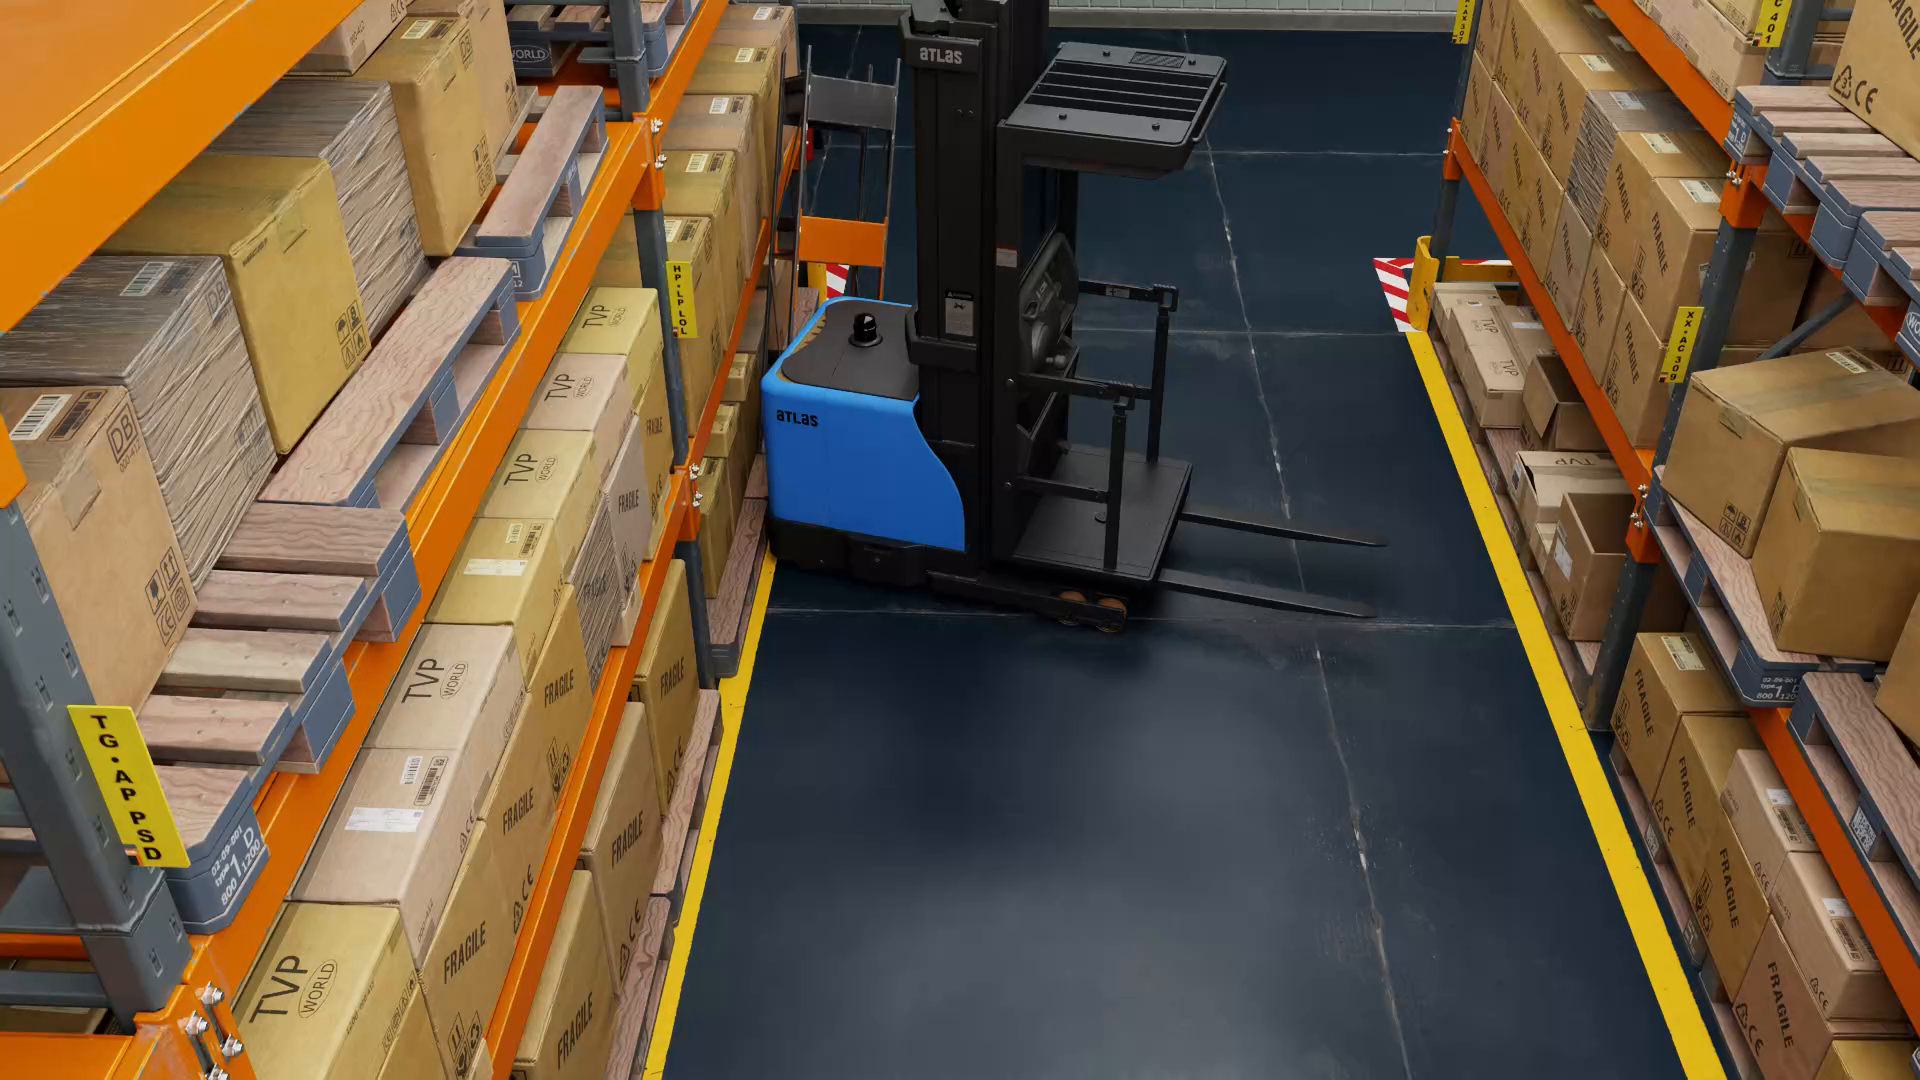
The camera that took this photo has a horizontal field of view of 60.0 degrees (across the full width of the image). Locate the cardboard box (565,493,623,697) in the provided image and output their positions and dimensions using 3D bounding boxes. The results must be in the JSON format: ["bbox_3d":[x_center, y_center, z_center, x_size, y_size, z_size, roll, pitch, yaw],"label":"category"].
[{"bbox_3d":[-1.435,0.183,5.464,0.500,0.500,0.500,1,35,2],"label":"cardboard box"}]

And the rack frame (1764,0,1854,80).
[{"bbox_3d":[3.321,-2.841,4.912,1.000,3.000,0.127,1,35,2],"label":"rack frame"}]

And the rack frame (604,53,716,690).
[{"bbox_3d":[-1.629,-0.499,6.797,1.000,3.000,0.127,1,35,2],"label":"rack frame"}]

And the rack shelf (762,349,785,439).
[{"bbox_3d":[-0.758,-0.768,8.862,0.480,0.518,0.431,0,9,-26],"label":"rack shelf"}]

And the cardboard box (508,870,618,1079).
[{"bbox_3d":[-1.587,1.584,5.337,0.750,0.750,0.750,1,35,2],"label":"cardboard box"}]

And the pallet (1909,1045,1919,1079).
[{"bbox_3d":[3.117,1.599,3.979,1.213,0.211,1.003,1,35,2],"label":"pallet"}]

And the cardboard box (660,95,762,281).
[{"bbox_3d":[-1.537,-1.770,8.345,0.980,0.700,0.700,0,35,0],"label":"cardboard box"}]

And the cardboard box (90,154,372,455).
[{"bbox_3d":[-1.824,-0.552,3.794,0.700,0.500,0.500,3,35,4],"label":"cardboard box"}]

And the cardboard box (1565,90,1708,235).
[{"bbox_3d":[3.121,-1.717,7.574,0.500,0.500,0.500,2,35,2],"label":"cardboard box"}]

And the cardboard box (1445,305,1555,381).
[{"bbox_3d":[3.156,-1.147,9.727,0.500,0.250,0.500,1,35,2],"label":"cardboard box"}]

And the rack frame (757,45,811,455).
[{"bbox_3d":[-0.920,-1.473,8.651,0.015,2.100,0.400,0,9,-26],"label":"rack frame"}]

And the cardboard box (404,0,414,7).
[{"bbox_3d":[-1.795,-1.751,4.849,0.500,0.250,0.500,4,35,5],"label":"cardboard box"}]

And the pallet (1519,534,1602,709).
[{"bbox_3d":[3.349,0.360,8.000,1.003,0.211,1.213,1,35,2],"label":"pallet"}]

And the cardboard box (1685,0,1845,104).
[{"bbox_3d":[3.075,-1.838,6.224,0.500,0.250,0.500,1,35,2],"label":"cardboard box"}]

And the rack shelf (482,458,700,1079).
[{"bbox_3d":[-1.709,0.944,5.369,1.077,0.370,4.000,1,35,2],"label":"rack shelf"}]

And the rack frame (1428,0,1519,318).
[{"bbox_3d":[3.481,-2.685,9.907,1.000,3.000,0.127,1,35,2],"label":"rack frame"}]

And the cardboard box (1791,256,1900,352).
[{"bbox_3d":[3.621,-1.101,6.697,0.500,0.500,0.500,2,35,3],"label":"cardboard box"}]

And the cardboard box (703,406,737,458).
[{"bbox_3d":[-1.300,-0.533,8.090,0.380,0.149,0.250,2,35,3],"label":"cardboard box"}]

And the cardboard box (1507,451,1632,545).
[{"bbox_3d":[3.090,-0.231,8.372,0.500,0.311,0.500,1,35,2],"label":"cardboard box"}]

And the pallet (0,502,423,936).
[{"bbox_3d":[-1.817,0.278,3.247,1.213,0.211,1.003,3,35,4],"label":"pallet"}]

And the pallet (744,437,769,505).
[{"bbox_3d":[-1.474,-0.496,9.218,1.003,0.211,1.213,1,35,2],"label":"pallet"}]

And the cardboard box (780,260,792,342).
[{"bbox_3d":[-1.397,-1.542,10.089,0.700,0.500,0.500,1,35,2],"label":"cardboard box"}]

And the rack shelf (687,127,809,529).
[{"bbox_3d":[-1.549,-1.354,8.639,1.077,0.370,4.000,1,35,2],"label":"rack shelf"}]

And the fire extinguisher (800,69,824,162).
[{"bbox_3d":[-1.001,-2.689,10.305,0.296,0.674,0.183,1,35,2],"label":"fire extinguisher"}]

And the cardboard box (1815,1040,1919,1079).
[{"bbox_3d":[2.984,1.914,5.155,0.500,0.500,0.500,0,35,0],"label":"cardboard box"}]

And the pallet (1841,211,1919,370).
[{"bbox_3d":[3.186,-0.568,4.450,1.213,0.211,1.003,1,35,2],"label":"pallet"}]

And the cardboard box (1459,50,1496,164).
[{"bbox_3d":[3.200,-2.477,9.524,0.500,0.500,0.500,2,35,3],"label":"cardboard box"}]

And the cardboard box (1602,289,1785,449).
[{"bbox_3d":[3.085,-0.721,7.026,0.500,0.500,0.500,2,35,3],"label":"cardboard box"}]

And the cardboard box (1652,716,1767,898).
[{"bbox_3d":[3.048,1.035,6.406,0.500,0.500,0.500,2,35,3],"label":"cardboard box"}]

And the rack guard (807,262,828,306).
[{"bbox_3d":[-1.467,-1.788,10.805,1.175,0.500,0.348,1,35,2],"label":"rack guard"}]

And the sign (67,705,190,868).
[{"bbox_3d":[-1.248,0.374,2.496,0.100,0.325,0.005,1,35,2],"label":"sign"}]

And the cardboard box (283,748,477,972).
[{"bbox_3d":[-1.493,0.758,3.993,0.500,0.250,0.500,1,35,1],"label":"cardboard box"}]

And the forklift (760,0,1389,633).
[{"bbox_3d":[0.602,-1.093,7.702,3.031,2.935,1.130,10,36,14],"label":"forklift"}]

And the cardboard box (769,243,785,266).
[{"bbox_3d":[-1.220,-1.729,9.792,0.380,0.149,0.250,1,35,1],"label":"cardboard box"}]

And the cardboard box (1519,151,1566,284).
[{"bbox_3d":[3.140,-1.605,8.284,0.500,0.500,0.500,2,35,3],"label":"cardboard box"}]

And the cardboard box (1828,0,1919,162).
[{"bbox_3d":[3.227,-1.580,5.187,0.600,0.600,0.600,-2,35,-3],"label":"cardboard box"}]

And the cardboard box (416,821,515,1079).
[{"bbox_3d":[-1.484,1.055,4.223,0.500,0.500,0.500,2,35,3],"label":"cardboard box"}]

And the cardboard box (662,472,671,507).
[{"bbox_3d":[-1.360,-0.204,6.578,0.380,0.149,0.250,2,35,2],"label":"cardboard box"}]

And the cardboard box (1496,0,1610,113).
[{"bbox_3d":[3.187,-2.585,8.809,0.500,0.500,0.500,2,35,2],"label":"cardboard box"}]

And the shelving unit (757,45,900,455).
[{"bbox_3d":[-0.702,-1.472,8.759,0.503,2.100,0.431,0,9,-26],"label":"shelving unit"}]

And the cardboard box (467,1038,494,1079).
[{"bbox_3d":[-1.431,1.415,4.275,0.380,0.149,0.250,2,35,3],"label":"cardboard box"}]

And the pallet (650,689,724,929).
[{"bbox_3d":[-1.585,1.087,6.965,1.003,0.211,1.213,1,35,2],"label":"pallet"}]

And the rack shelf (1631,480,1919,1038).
[{"bbox_3d":[3.241,1.057,5.209,1.077,0.370,4.000,1,35,2],"label":"rack shelf"}]

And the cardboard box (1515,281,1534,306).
[{"bbox_3d":[3.706,-1.524,10.047,0.500,0.500,0.500,1,35,2],"label":"cardboard box"}]

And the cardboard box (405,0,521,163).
[{"bbox_3d":[-1.774,-1.444,5.063,0.700,0.500,0.500,0,35,-1],"label":"cardboard box"}]

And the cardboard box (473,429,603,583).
[{"bbox_3d":[-1.443,-0.116,5.236,0.500,0.250,0.500,2,35,3],"label":"cardboard box"}]

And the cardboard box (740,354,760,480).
[{"bbox_3d":[-1.450,-0.659,8.833,0.700,0.500,0.500,2,35,3],"label":"cardboard box"}]

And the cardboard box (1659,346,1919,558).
[{"bbox_3d":[3.078,-0.332,6.108,0.700,0.500,0.500,-10,36,-14],"label":"cardboard box"}]
